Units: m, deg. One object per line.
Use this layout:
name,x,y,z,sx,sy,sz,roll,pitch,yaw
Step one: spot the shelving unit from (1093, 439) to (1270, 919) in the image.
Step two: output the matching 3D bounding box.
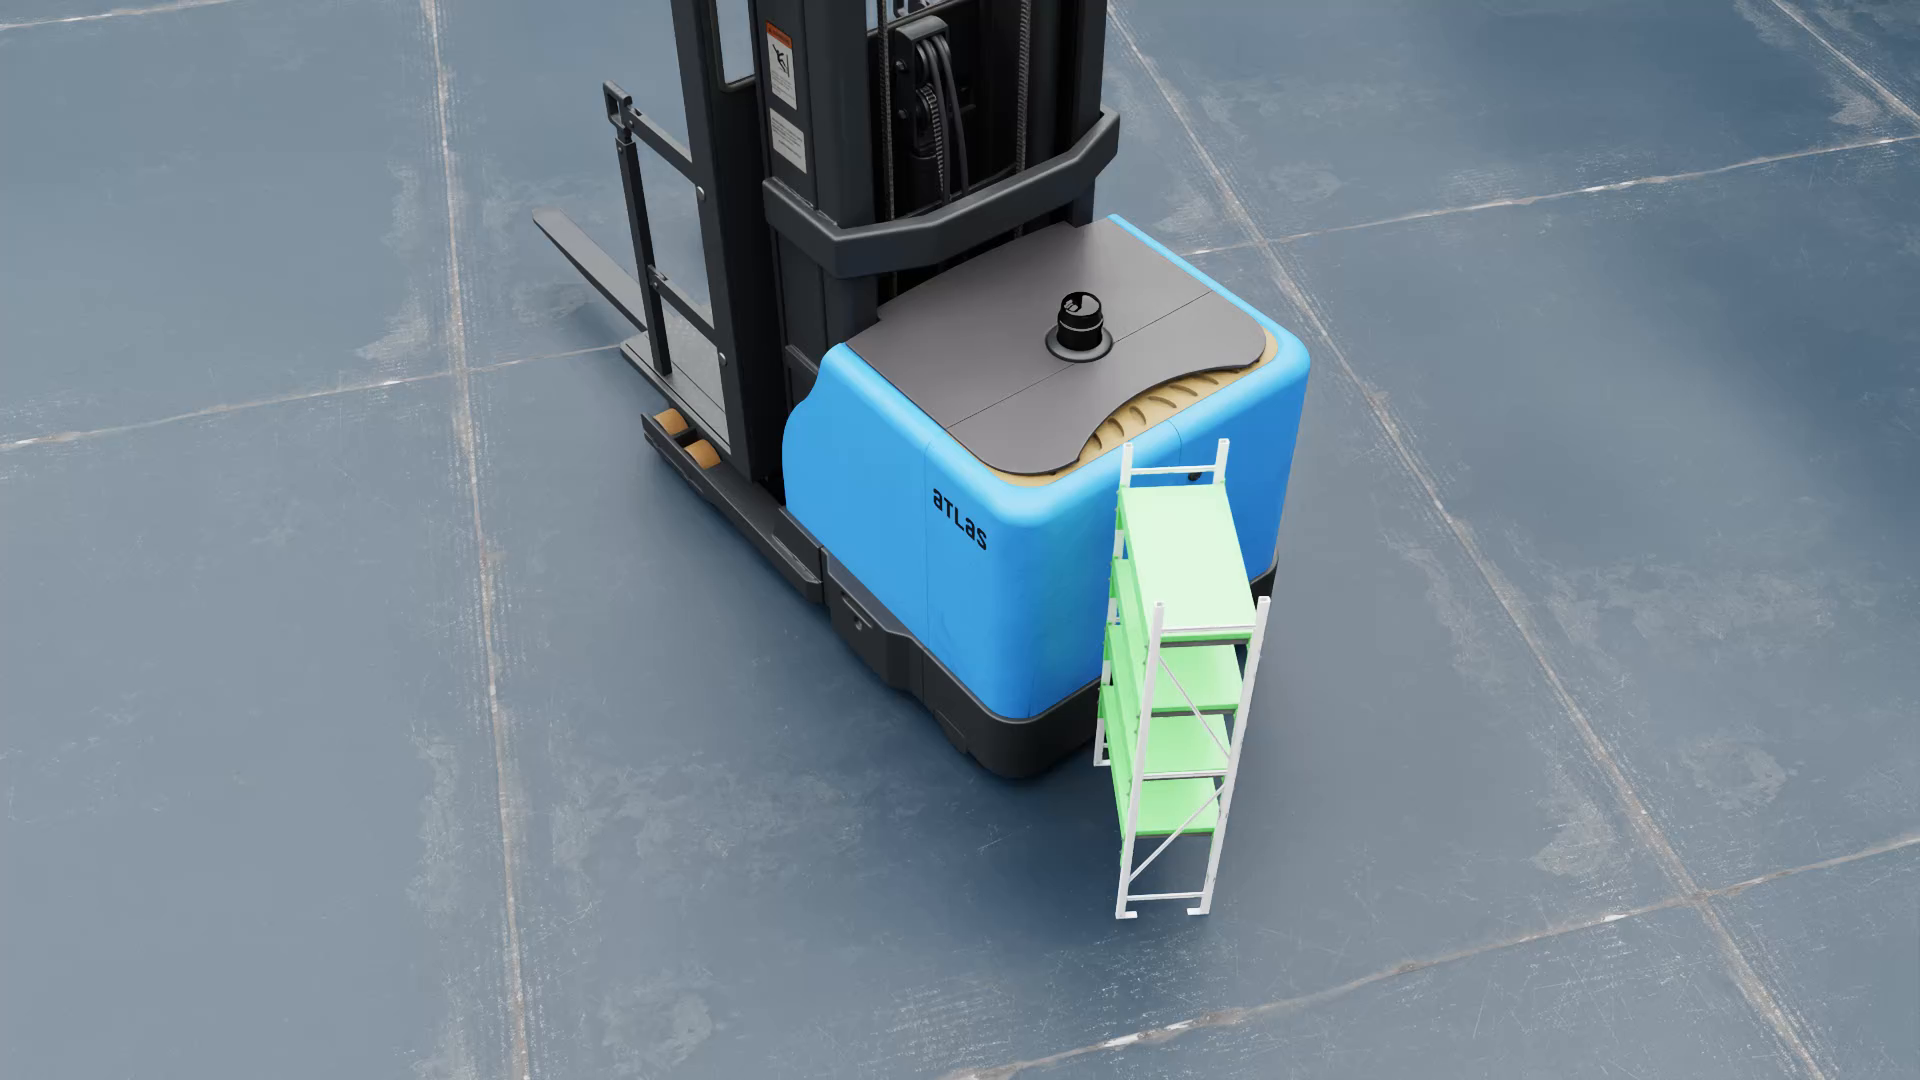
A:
shelving unit,0.508,0.374,4.044,0.258,1.200,0.503,-3,46,-2

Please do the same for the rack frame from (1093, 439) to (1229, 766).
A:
rack frame,0.493,0.200,4.214,0.240,1.200,0.015,-3,46,-2

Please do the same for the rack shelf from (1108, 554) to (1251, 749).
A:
rack shelf,0.508,0.251,3.918,0.258,0.148,0.480,-3,46,-2

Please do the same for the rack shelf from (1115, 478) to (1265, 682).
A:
rack shelf,0.508,0.083,3.746,0.258,0.148,0.480,-3,46,-2

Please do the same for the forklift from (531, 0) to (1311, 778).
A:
forklift,-0.387,-1.380,4.550,1.130,2.935,3.031,-29,52,-26

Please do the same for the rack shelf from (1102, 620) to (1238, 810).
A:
rack shelf,0.508,0.419,4.089,0.258,0.148,0.480,-3,46,-2

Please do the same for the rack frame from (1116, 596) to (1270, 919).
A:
rack frame,0.523,0.548,3.873,0.240,1.200,0.015,-3,46,-2

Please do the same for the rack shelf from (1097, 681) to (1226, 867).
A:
rack shelf,0.508,0.586,4.261,0.258,0.148,0.480,-3,46,-2
